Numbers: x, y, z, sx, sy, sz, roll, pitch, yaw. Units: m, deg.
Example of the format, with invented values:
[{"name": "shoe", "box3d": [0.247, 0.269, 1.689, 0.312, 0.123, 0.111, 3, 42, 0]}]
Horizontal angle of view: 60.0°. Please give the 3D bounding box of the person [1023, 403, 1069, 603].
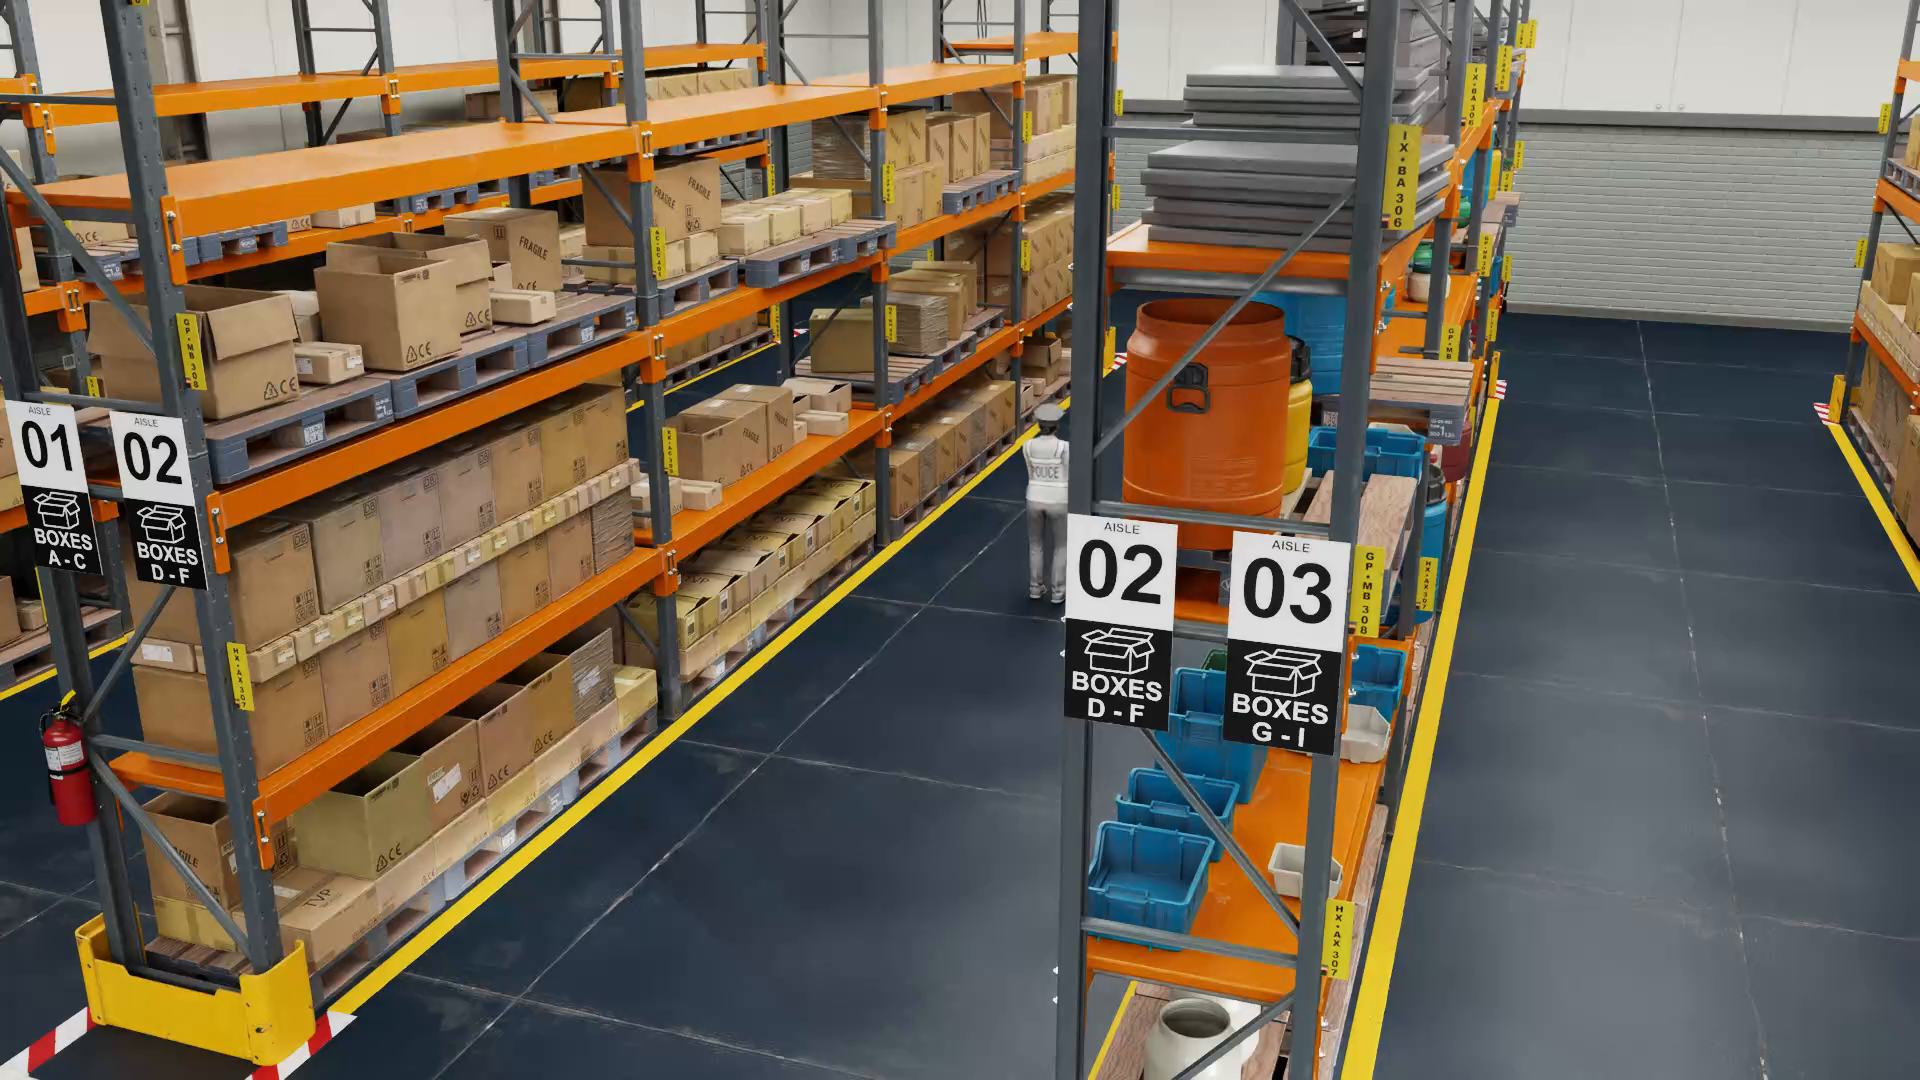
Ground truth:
[{"name": "person", "box3d": [0.746, -0.320, 13.883, 0.417, 1.682, 0.528, 6, 20, 17]}]
